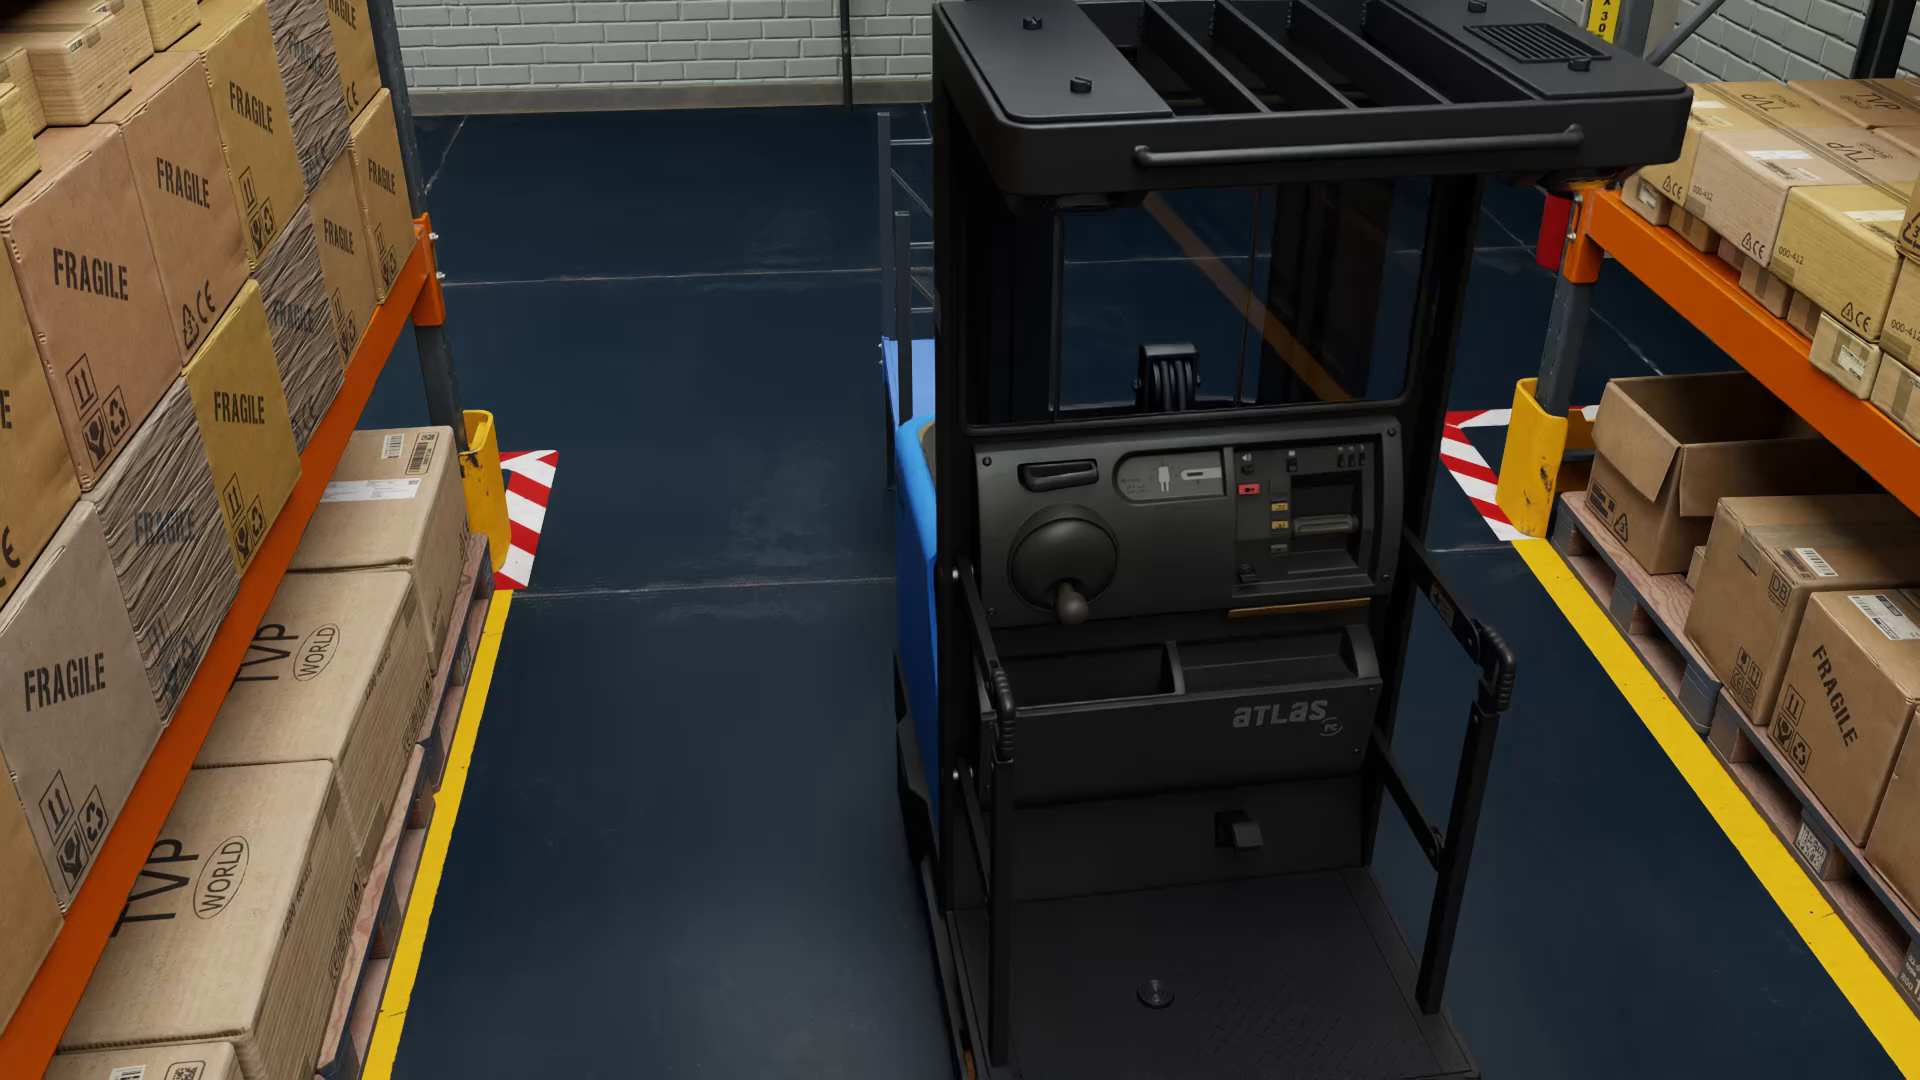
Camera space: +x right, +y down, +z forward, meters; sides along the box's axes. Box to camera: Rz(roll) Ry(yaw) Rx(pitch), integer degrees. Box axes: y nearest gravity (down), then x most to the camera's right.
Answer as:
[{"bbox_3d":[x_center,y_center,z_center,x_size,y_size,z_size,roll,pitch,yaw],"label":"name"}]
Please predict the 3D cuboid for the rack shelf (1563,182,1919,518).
[{"bbox_3d":[2.866,-0.118,4.224,1.077,0.370,4.000,-3,31,-5],"label":"rack shelf"}]

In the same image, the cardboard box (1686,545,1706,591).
[{"bbox_3d":[2.643,0.131,5.475,0.380,0.149,0.250,-4,31,-7],"label":"cardboard box"}]

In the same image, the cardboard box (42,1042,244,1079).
[{"bbox_3d":[-1.840,1.428,3.023,0.875,0.438,0.875,-3,31,-5],"label":"cardboard box"}]

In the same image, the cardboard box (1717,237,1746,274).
[{"bbox_3d":[2.566,-0.899,5.075,0.380,0.149,0.250,-3,31,-5],"label":"cardboard box"}]

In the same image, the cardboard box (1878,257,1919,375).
[{"bbox_3d":[2.620,-0.490,4.002,0.500,0.250,0.500,-4,31,-6],"label":"cardboard box"}]

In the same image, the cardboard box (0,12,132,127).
[{"bbox_3d":[-1.783,-0.869,3.074,0.380,0.149,0.250,-3,31,-4],"label":"cardboard box"}]

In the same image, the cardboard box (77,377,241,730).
[{"bbox_3d":[-1.755,0.028,3.181,0.500,0.500,0.500,-3,31,-4],"label":"cardboard box"}]

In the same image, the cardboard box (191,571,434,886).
[{"bbox_3d":[-2.007,0.511,4.559,0.875,0.438,0.875,-2,31,-3],"label":"cardboard box"}]

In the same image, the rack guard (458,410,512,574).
[{"bbox_3d":[-2.265,-0.147,6.009,1.175,0.500,0.348,-3,31,-5],"label":"rack guard"}]

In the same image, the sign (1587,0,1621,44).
[{"bbox_3d":[2.139,-1.793,5.483,0.100,0.325,0.005,-3,31,-5],"label":"sign"}]

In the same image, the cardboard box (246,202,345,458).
[{"bbox_3d":[-1.864,-0.498,4.062,0.500,0.500,0.500,-2,31,-3],"label":"cardboard box"}]

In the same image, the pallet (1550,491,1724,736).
[{"bbox_3d":[2.762,0.195,5.718,1.003,0.211,1.213,-3,31,-5],"label":"pallet"}]

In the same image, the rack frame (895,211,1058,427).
[{"bbox_3d":[0.055,-0.341,5.358,0.500,1.500,0.032,-3,31,-5],"label":"rack frame"}]

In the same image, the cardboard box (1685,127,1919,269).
[{"bbox_3d":[2.501,-1.009,4.871,0.500,0.250,0.500,-2,31,-4],"label":"cardboard box"}]

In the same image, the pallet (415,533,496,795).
[{"bbox_3d":[-2.110,0.394,5.385,1.003,0.211,1.213,-3,31,-5],"label":"pallet"}]

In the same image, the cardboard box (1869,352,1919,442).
[{"bbox_3d":[2.553,-0.365,4.182,0.380,0.149,0.250,-2,31,-3],"label":"cardboard box"}]

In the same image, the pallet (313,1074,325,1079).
[{"bbox_3d":[-1.882,1.639,3.300,1.003,0.211,1.213,-3,31,-5],"label":"pallet"}]

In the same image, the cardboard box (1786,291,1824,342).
[{"bbox_3d":[2.559,-0.631,4.627,0.380,0.149,0.250,-2,31,-4],"label":"cardboard box"}]

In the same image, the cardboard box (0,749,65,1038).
[{"bbox_3d":[-1.672,0.539,2.325,0.500,0.500,0.500,-2,31,-3],"label":"cardboard box"}]

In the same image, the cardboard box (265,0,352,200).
[{"bbox_3d":[-1.902,-1.180,4.228,0.500,0.500,0.500,-3,31,-4],"label":"cardboard box"}]

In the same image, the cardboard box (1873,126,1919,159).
[{"bbox_3d":[3.033,-1.026,4.898,0.500,0.250,0.500,-3,31,-4],"label":"cardboard box"}]

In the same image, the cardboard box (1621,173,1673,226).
[{"bbox_3d":[2.437,-1.159,5.510,0.380,0.149,0.250,-3,31,-5],"label":"cardboard box"}]

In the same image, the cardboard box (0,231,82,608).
[{"bbox_3d":[-1.733,-0.151,2.505,0.500,0.500,0.500,-3,31,-5],"label":"cardboard box"}]

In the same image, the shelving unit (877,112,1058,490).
[{"bbox_3d":[0.008,-0.600,5.792,0.538,1.500,1.048,-3,31,-5],"label":"shelving unit"}]

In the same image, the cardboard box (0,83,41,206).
[{"bbox_3d":[-1.724,-0.616,2.650,0.380,0.149,0.250,-4,31,-6],"label":"cardboard box"}]

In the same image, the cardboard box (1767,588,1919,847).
[{"bbox_3d":[2.633,0.475,4.558,0.500,0.500,0.500,-2,31,-4],"label":"cardboard box"}]

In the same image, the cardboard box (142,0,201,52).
[{"bbox_3d":[-1.856,-1.136,3.522,0.380,0.149,0.250,-2,31,-3],"label":"cardboard box"}]

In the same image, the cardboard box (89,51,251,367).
[{"bbox_3d":[-1.814,-0.671,3.375,0.500,0.500,0.500,-3,31,-5],"label":"cardboard box"}]

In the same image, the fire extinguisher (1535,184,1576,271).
[{"bbox_3d":[2.205,-1.307,5.953,0.296,0.674,0.183,-3,31,-5],"label":"fire extinguisher"}]

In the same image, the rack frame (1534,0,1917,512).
[{"bbox_3d":[2.679,-1.448,5.749,1.000,3.000,0.127,-3,31,-5],"label":"rack frame"}]

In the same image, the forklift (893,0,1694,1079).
[{"bbox_3d":[0.530,0.013,3.371,1.130,2.935,3.031,-4,31,-7],"label":"forklift"}]

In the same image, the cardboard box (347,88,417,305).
[{"bbox_3d":[-1.954,-1.017,4.931,0.500,0.500,0.500,-3,31,-4],"label":"cardboard box"}]
